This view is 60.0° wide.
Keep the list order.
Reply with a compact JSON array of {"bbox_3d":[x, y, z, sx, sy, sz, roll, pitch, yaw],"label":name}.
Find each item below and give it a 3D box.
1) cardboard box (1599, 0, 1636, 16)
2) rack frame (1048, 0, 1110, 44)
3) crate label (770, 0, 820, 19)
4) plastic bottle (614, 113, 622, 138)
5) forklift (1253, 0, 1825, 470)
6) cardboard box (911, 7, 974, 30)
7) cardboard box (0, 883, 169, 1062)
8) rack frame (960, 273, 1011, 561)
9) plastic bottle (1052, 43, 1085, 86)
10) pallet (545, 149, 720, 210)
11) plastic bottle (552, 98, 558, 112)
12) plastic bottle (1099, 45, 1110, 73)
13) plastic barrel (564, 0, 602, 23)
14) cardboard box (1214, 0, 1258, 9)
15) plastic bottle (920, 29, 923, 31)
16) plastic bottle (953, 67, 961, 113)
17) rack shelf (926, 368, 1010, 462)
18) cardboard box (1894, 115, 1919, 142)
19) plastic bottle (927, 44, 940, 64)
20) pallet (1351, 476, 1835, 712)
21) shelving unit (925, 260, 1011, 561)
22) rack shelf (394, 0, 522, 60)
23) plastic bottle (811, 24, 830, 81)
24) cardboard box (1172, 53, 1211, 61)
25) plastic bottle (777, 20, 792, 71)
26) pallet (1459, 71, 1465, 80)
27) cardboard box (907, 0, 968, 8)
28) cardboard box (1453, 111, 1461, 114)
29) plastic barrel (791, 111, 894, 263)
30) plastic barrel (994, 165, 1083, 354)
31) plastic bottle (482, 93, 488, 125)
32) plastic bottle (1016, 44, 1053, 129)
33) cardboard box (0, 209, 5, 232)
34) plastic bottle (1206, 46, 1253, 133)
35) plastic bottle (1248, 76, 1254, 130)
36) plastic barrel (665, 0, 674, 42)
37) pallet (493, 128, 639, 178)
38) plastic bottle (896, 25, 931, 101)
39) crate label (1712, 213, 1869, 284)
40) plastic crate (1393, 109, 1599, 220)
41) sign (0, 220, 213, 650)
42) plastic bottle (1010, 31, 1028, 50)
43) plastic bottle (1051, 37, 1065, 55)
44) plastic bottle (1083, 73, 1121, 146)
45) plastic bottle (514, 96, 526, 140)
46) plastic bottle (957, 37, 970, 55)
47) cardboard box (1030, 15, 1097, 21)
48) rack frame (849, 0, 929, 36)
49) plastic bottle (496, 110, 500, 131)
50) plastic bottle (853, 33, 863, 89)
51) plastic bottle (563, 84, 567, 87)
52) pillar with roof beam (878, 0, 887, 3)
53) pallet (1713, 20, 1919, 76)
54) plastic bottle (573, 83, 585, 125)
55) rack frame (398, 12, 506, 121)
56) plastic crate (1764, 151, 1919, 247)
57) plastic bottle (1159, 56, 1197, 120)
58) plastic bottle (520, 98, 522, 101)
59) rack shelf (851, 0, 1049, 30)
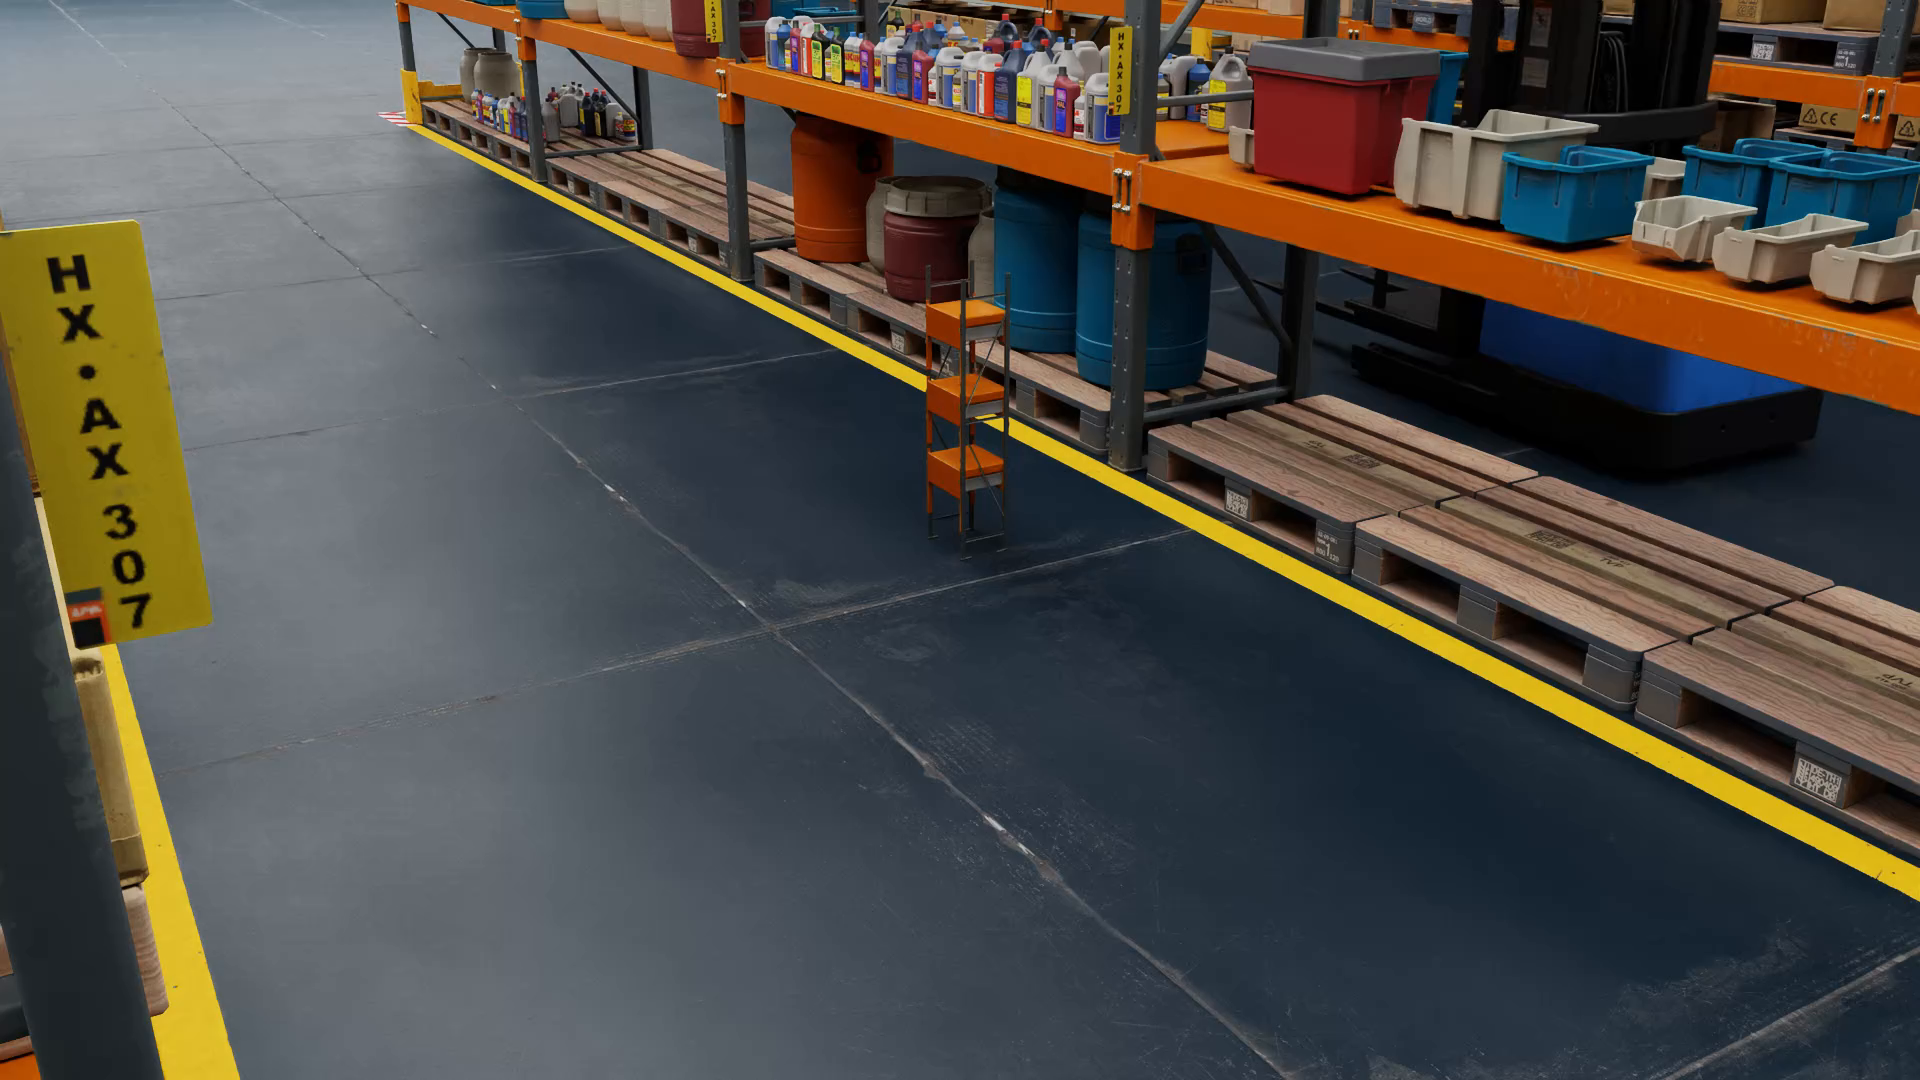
[{"bbox_3d":[4.394,-3.532,10.327,0.500,0.500,0.700,20,30,41],"label":"cardboard box"},{"bbox_3d":[1.263,-5.321,15.418,1.000,3.000,0.127,-13,25,-28],"label":"rack frame"},{"bbox_3d":[-1.229,-3.464,10.804,0.502,0.435,0.616,-13,25,-28],"label":"crate label"},{"bbox_3d":[-2.887,-3.530,14.144,0.097,0.201,0.097,0,22,0],"label":"plastic bottle"},{"bbox_3d":[2.618,-2.163,7.741,1.130,2.935,3.031,-11,24,-25],"label":"forklift"},{"bbox_3d":[-0.174,-5.346,17.580,0.500,0.500,0.500,-13,25,-28],"label":"cardboard box"},{"bbox_3d":[-1.023,0.406,1.663,0.380,0.149,0.250,-12,25,-28],"label":"cardboard box"},{"bbox_3d":[0.090,-0.430,5.974,0.200,1.050,0.008,-13,25,-28],"label":"rack frame"},{"bbox_3d":[0.463,-2.019,7.361,0.144,0.351,0.185,-13,25,-28],"label":"plastic bottle"},{"bbox_3d":[-2.563,-2.831,12.995,1.003,0.211,1.213,-13,25,-28],"label":"pallet"},{"bbox_3d":[-3.647,-3.899,15.054,0.097,0.201,0.097,0,22,0],"label":"plastic bottle"},{"bbox_3d":[0.708,-2.245,8.016,0.152,0.276,0.135,-13,25,-28],"label":"plastic bottle"},{"bbox_3d":[-2.697,-4.080,12.186,0.433,0.535,0.433,0,22,0],"label":"plastic barrel"},{"bbox_3d":[2.435,-4.612,13.542,0.500,0.500,0.500,-14,26,-31],"label":"cardboard box"},{"bbox_3d":[-0.219,-2.818,9.524,0.097,0.201,0.097,0,22,0],"label":"plastic bottle"},{"bbox_3d":[0.014,-2.110,7.783,0.097,0.201,0.097,0,22,0],"label":"plastic bottle"},{"bbox_3d":[0.027,-0.459,6.075,0.215,0.259,0.240,-13,25,-28],"label":"rack shelf"},{"bbox_3d":[8.268,-3.630,13.557,0.750,0.750,0.750,-13,25,-28],"label":"cardboard box"},{"bbox_3d":[-0.120,-2.273,8.090,0.097,0.271,0.097,0,22,0],"label":"plastic bottle"},{"bbox_3d":[2.126,0.138,5.691,1.003,0.211,1.213,-13,25,-28],"label":"pallet"},{"bbox_3d":[0.027,-0.469,6.071,0.215,1.050,0.252,-13,25,-28],"label":"shelving unit"},{"bbox_3d":[-4.019,-4.683,14.805,1.077,0.370,4.000,-13,25,-28],"label":"rack shelf"},{"bbox_3d":[-0.745,-2.616,8.919,0.061,0.283,0.133,-13,25,-28],"label":"plastic bottle"},{"bbox_3d":[1.988,-4.258,15.153,0.500,0.311,0.500,-12,25,-27],"label":"cardboard box"},{"bbox_3d":[-0.975,-2.770,9.313,0.097,0.271,0.097,0,22,0],"label":"plastic bottle"},{"bbox_3d":[5.146,-5.194,18.809,1.003,0.211,1.213,-13,25,-28],"label":"pallet"},{"bbox_3d":[-0.250,-5.767,18.615,0.500,0.500,0.500,-13,25,-28],"label":"cardboard box"},{"bbox_3d":[3.293,-2.869,12.123,0.500,0.500,0.500,-11,25,-26],"label":"cardboard box"},{"bbox_3d":[-0.689,-2.108,9.840,0.600,0.830,0.708,-13,25,-28],"label":"plastic barrel"},{"bbox_3d":[0.464,-1.411,8.027,0.600,0.901,0.708,-13,25,-28],"label":"plastic barrel"},{"bbox_3d":[-4.207,-3.846,14.829,0.097,0.271,0.097,0,22,0],"label":"plastic bottle"},{"bbox_3d":[0.339,-1.991,7.292,0.144,0.351,0.185,-13,25,-28],"label":"plastic bottle"},{"bbox_3d":[-4.877,-1.104,7.309,1.225,0.875,0.875,-14,26,-31],"label":"cardboard box"},{"bbox_3d":[1.168,-1.946,7.181,0.144,0.351,0.185,-13,25,-28],"label":"plastic bottle"},{"bbox_3d":[1.269,-1.926,7.222,0.061,0.283,0.133,-13,25,-28],"label":"plastic bottle"},{"bbox_3d":[-1.663,-3.418,10.589,0.421,0.512,0.421,0,22,0],"label":"plastic barrel"},{"bbox_3d":[-3.304,-3.303,14.157,1.003,0.211,1.213,-13,25,-28],"label":"pallet"},{"bbox_3d":[-0.224,-2.348,8.170,0.144,0.351,0.185,-13,25,-28],"label":"plastic bottle"},{"bbox_3d":[2.262,-0.801,4.570,0.396,0.136,0.243,-13,25,-28],"label":"crate label"},{"bbox_3d":[1.711,-1.223,5.414,0.437,0.282,0.530,-13,25,-28],"label":"plastic crate"},{"bbox_3d":[-0.645,-0.074,1.256,0.100,0.325,0.005,-13,25,-28],"label":"sign"},{"bbox_3d":[0.314,-2.487,8.601,0.061,0.283,0.133,-13,25,-28],"label":"plastic bottle"},{"bbox_3d":[0.504,-2.392,8.384,0.097,0.271,0.097,0,22,0],"label":"plastic bottle"},{"bbox_3d":[0.610,-1.787,6.890,0.152,0.276,0.135,-13,25,-28],"label":"plastic bottle"},{"bbox_3d":[-3.672,-3.561,14.022,0.144,0.351,0.185,-14,26,-31],"label":"plastic bottle"},{"bbox_3d":[0.029,-2.660,9.137,0.097,0.201,0.097,0,22,0],"label":"plastic bottle"},{"bbox_3d":[1.033,-4.960,16.628,0.500,0.500,0.500,-13,25,-28],"label":"cardboard box"},{"bbox_3d":[-0.780,-6.616,18.604,1.000,3.000,0.127,-13,25,-28],"label":"rack frame"},{"bbox_3d":[-4.000,-3.683,14.520,0.097,0.201,0.097,0,22,0],"label":"plastic bottle"},{"bbox_3d":[-0.503,-2.470,8.577,0.097,0.271,0.097,0,22,0],"label":"plastic bottle"},{"bbox_3d":[-3.650,-4.065,15.352,0.061,0.283,0.133,-12,25,-27],"label":"plastic bottle"},{"bbox_3d":[-5.253,-13.345,27.193,9.100,9.000,0.400,-13,25,-28],"label":"pillar with roof beam"},{"bbox_3d":[5.035,-2.922,9.771,1.003,0.211,1.213,-13,25,-28],"label":"pallet"},{"bbox_3d":[-3.366,-3.886,14.821,0.144,0.351,0.185,-13,25,-29],"label":"plastic bottle"},{"bbox_3d":[-5.040,-5.664,16.263,1.000,3.000,0.127,-13,25,-28],"label":"rack frame"},{"bbox_3d":[2.617,-1.004,4.941,0.416,0.233,0.300,-13,25,-28],"label":"plastic crate"},{"bbox_3d":[0.994,-2.064,7.570,0.152,0.276,0.135,-13,25,-28],"label":"plastic bottle"},{"bbox_3d":[-3.762,-3.662,14.361,0.061,0.283,0.133,-13,25,-28],"label":"plastic bottle"},{"bbox_3d":[0.241,-5.635,17.146,1.077,0.370,4.000,-13,25,-28],"label":"rack shelf"}]
